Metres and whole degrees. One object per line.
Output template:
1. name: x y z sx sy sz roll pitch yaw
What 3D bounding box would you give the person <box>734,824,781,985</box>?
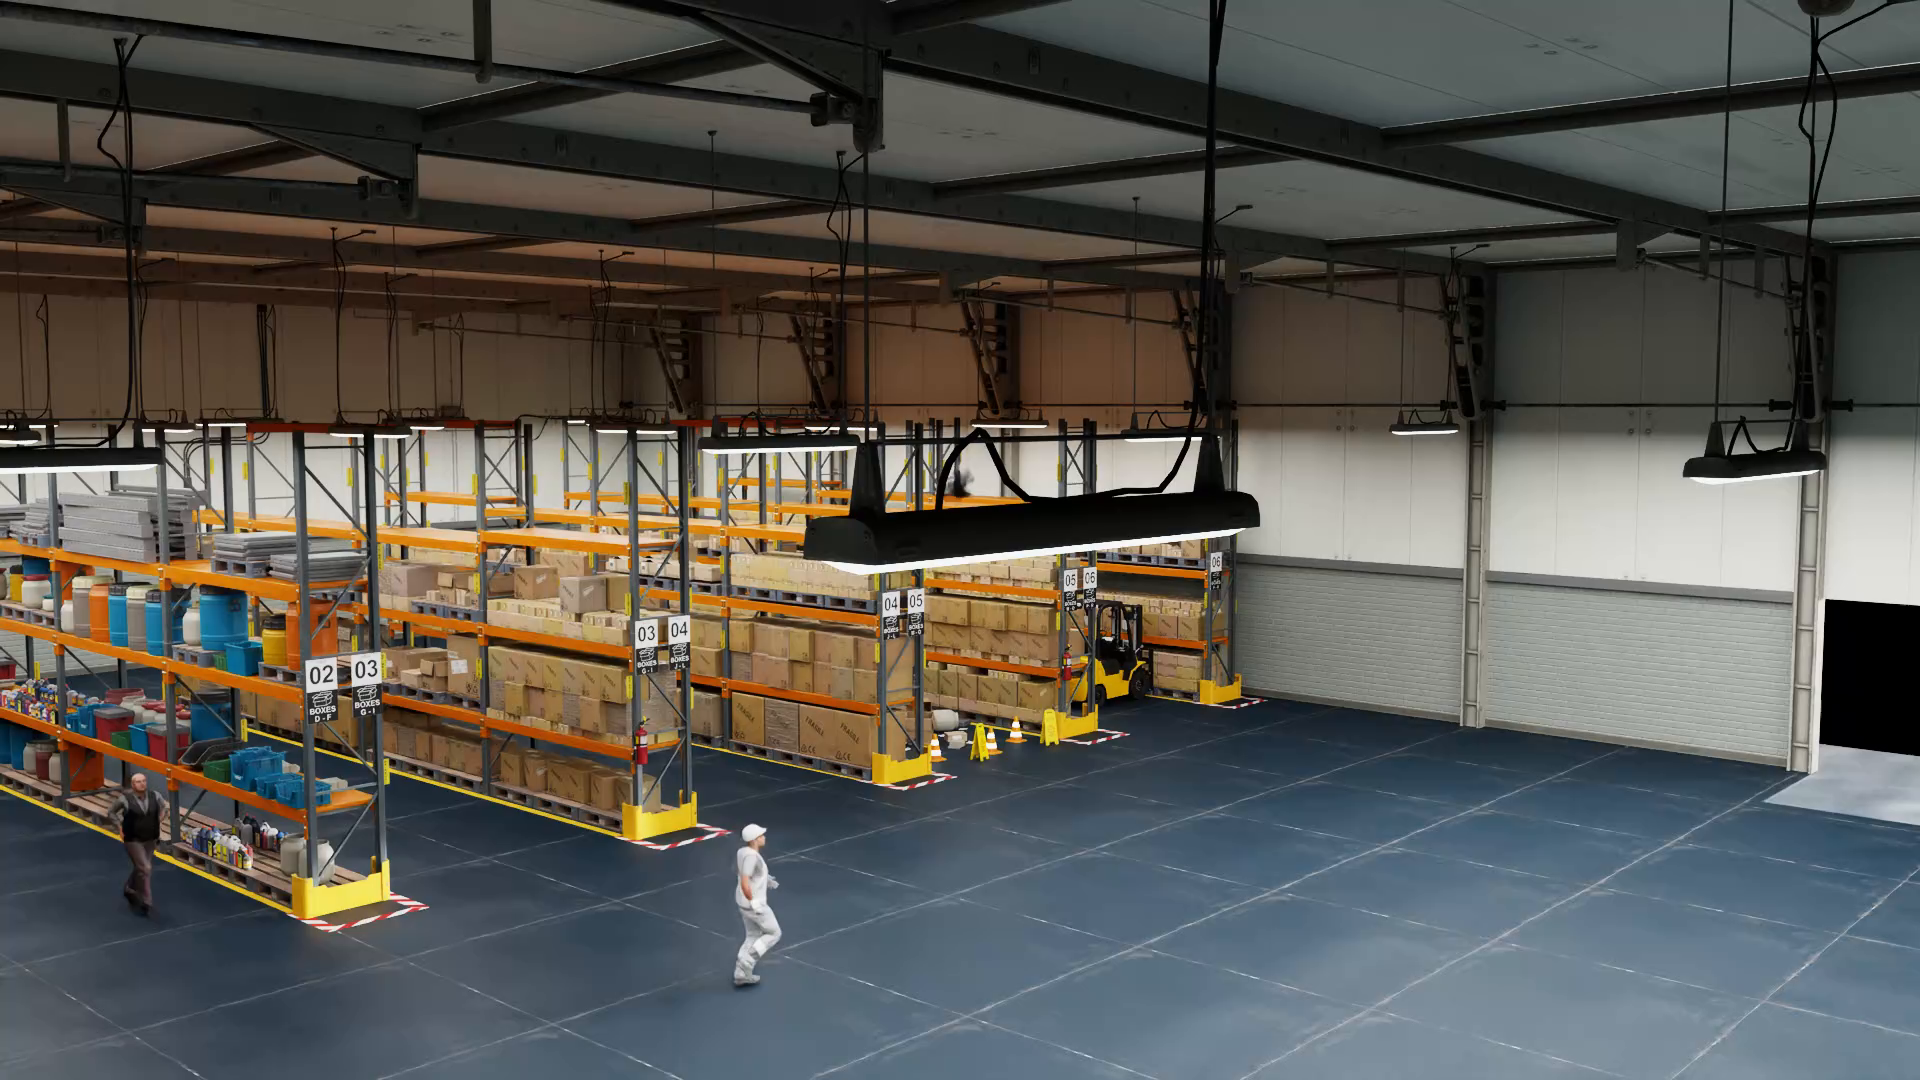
1. person: -2.208 3.962 18.181 0.574 1.749 0.663 -2 5 -26

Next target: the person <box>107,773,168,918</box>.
1. person: -10.217 3.785 20.768 0.789 1.782 0.630 3 6 34
